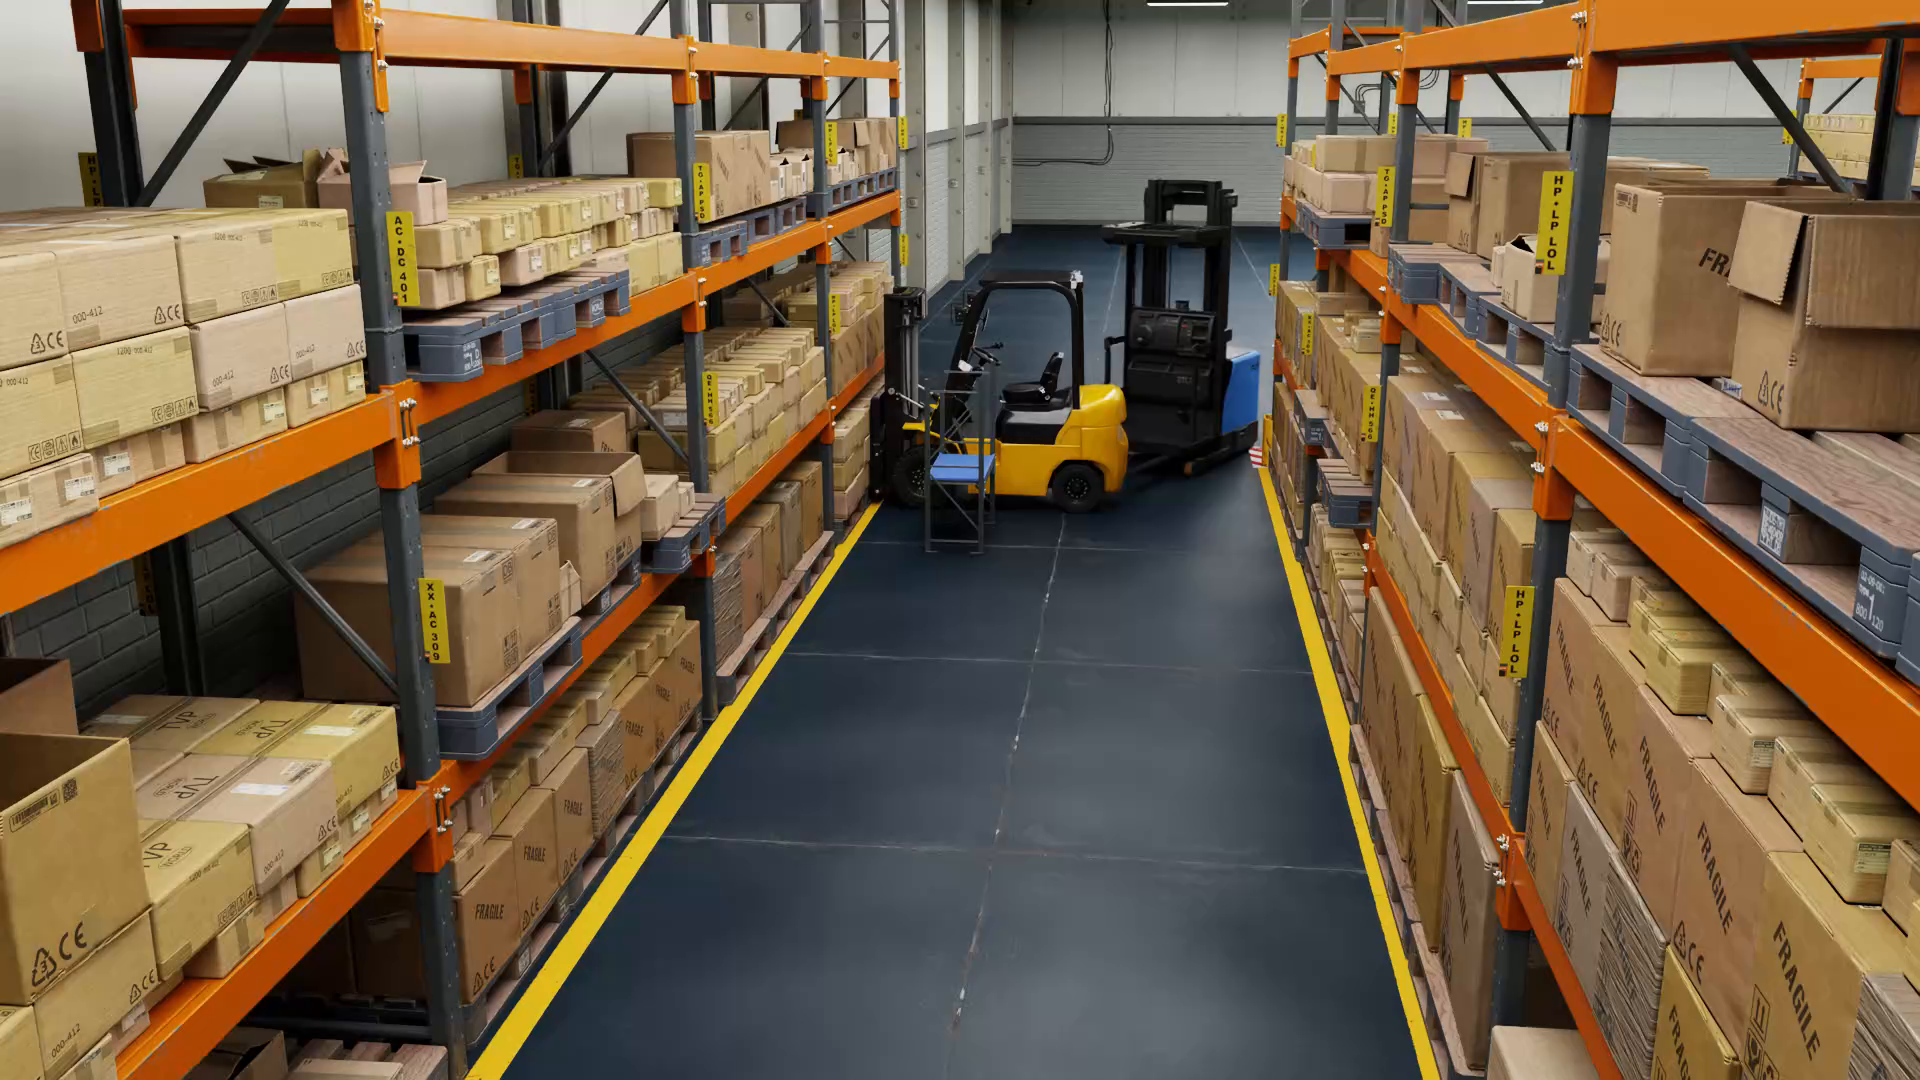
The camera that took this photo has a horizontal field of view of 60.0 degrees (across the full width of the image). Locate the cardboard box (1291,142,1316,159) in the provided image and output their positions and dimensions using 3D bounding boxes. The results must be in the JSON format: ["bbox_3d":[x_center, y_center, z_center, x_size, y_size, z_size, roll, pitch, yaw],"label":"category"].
[{"bbox_3d":[3.353,-3.697,15.794,0.380,0.149,0.250,2,15,6],"label":"cardboard box"}]

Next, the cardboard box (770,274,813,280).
[{"bbox_3d":[-1.637,-2.499,16.152,0.380,0.149,0.250,1,15,5],"label":"cardboard box"}]

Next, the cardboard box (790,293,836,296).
[{"bbox_3d":[-1.294,-2.087,14.629,0.380,0.149,0.250,1,15,5],"label":"cardboard box"}]

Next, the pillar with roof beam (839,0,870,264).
[{"bbox_3d":[2.848,-6.580,21.756,9.100,9.000,0.400,2,15,6],"label":"pillar with roof beam"}]

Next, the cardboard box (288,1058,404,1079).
[{"bbox_3d":[-2.258,2.031,6.063,0.380,0.149,0.250,1,15,5],"label":"cardboard box"}]

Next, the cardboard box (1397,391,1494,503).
[{"bbox_3d":[2.552,-0.470,8.545,0.500,0.500,0.500,2,15,6],"label":"cardboard box"}]

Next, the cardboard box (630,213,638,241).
[{"bbox_3d":[-1.940,-1.668,8.863,0.380,0.149,0.250,2,15,8],"label":"cardboard box"}]

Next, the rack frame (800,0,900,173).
[{"bbox_3d":[-1.133,-5.304,17.039,1.000,3.000,0.127,2,15,6],"label":"rack frame"}]

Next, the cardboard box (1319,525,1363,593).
[{"bbox_3d":[3.214,0.163,12.543,0.950,0.372,0.625,3,15,10],"label":"cardboard box"}]

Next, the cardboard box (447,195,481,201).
[{"bbox_3d":[-2.421,-1.499,7.628,0.380,0.149,0.250,2,15,8],"label":"cardboard box"}]

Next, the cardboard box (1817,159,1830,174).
[{"bbox_3d":[8.316,-3.511,15.638,0.380,0.149,0.250,2,15,6],"label":"cardboard box"}]

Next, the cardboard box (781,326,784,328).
[{"bbox_3d":[-1.742,-1.673,14.910,0.500,0.500,0.500,2,15,7],"label":"cardboard box"}]

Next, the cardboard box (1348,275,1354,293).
[{"bbox_3d":[3.693,-2.140,14.152,0.700,0.500,0.500,2,15,7],"label":"cardboard box"}]

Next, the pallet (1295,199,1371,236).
[{"bbox_3d":[3.173,-2.426,12.501,1.213,0.211,1.003,2,15,6],"label":"pallet"}]

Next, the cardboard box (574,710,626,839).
[{"bbox_3d":[-2.033,1.187,8.510,0.500,0.500,0.500,1,15,4],"label":"cardboard box"}]

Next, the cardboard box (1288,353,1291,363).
[{"bbox_3d":[3.361,-1.795,16.035,0.380,0.149,0.250,2,15,8],"label":"cardboard box"}]

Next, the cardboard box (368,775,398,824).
[{"bbox_3d":[-2.272,0.915,6.012,0.380,0.149,0.250,2,15,7],"label":"cardboard box"}]

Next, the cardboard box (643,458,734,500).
[{"bbox_3d":[-1.742,-0.369,10.567,0.500,0.250,0.500,2,15,6],"label":"cardboard box"}]

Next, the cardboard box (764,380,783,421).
[{"bbox_3d":[-1.575,-1.009,11.975,0.500,0.250,0.500,2,15,7],"label":"cardboard box"}]

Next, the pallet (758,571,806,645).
[{"bbox_3d":[-1.763,0.485,12.465,1.003,0.211,1.213,2,15,6],"label":"pallet"}]

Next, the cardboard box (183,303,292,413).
[{"bbox_3d":[-2.340,-0.548,4.912,0.500,0.250,0.500,1,15,4],"label":"cardboard box"}]

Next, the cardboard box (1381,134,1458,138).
[{"bbox_3d":[3.410,-2.891,12.387,0.500,0.250,0.500,2,15,8],"label":"cardboard box"}]

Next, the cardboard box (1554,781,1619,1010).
[{"bbox_3d":[2.072,1.045,4.858,0.500,0.500,0.500,2,15,7],"label":"cardboard box"}]

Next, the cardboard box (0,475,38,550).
[{"bbox_3d":[-2.401,-0.056,3.857,0.380,0.149,0.250,2,15,6],"label":"cardboard box"}]

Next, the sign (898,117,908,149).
[{"bbox_3d":[-0.595,-4.226,17.253,0.100,0.325,0.005,2,15,6],"label":"sign"}]

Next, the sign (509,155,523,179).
[{"bbox_3d":[-2.586,-2.088,9.748,0.100,0.325,0.005,2,15,6],"label":"sign"}]

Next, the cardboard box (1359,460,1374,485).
[{"bbox_3d":[2.659,-0.433,10.195,0.380,0.149,0.250,2,15,7],"label":"cardboard box"}]

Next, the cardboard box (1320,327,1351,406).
[{"bbox_3d":[2.885,-1.249,11.970,0.500,0.500,0.500,2,15,6],"label":"cardboard box"}]

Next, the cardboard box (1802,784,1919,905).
[{"bbox_3d":[1.925,0.611,3.306,0.380,0.149,0.250,2,15,8],"label":"cardboard box"}]

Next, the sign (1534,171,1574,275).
[{"bbox_3d":[1.906,-1.014,5.325,0.100,0.325,0.005,2,15,6],"label":"sign"}]

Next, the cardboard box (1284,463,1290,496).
[{"bbox_3d":[3.260,-0.532,15.348,0.500,0.250,0.500,2,15,7],"label":"cardboard box"}]

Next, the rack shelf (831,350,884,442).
[{"bbox_3d":[-1.358,-1.542,15.998,1.077,0.370,4.000,2,15,6],"label":"rack shelf"}]

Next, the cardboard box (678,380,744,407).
[{"bbox_3d":[-1.657,-0.974,11.082,0.380,0.149,0.250,2,15,7],"label":"cardboard box"}]

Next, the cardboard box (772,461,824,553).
[{"bbox_3d":[-1.632,-0.292,13.739,0.875,0.625,0.625,2,15,9],"label":"cardboard box"}]

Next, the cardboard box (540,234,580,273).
[{"bbox_3d":[-1.907,-1.270,7.351,0.380,0.149,0.250,2,15,8],"label":"cardboard box"}]

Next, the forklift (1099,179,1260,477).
[{"bbox_3d":[2.098,-2.198,17.175,1.130,2.935,3.031,9,18,31],"label":"forklift"}]

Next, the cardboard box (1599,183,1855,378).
[{"bbox_3d":[2.171,-0.752,4.761,0.500,0.500,0.500,2,15,7],"label":"cardboard box"}]

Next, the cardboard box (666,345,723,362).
[{"bbox_3d":[-2.010,-1.384,12.600,0.380,0.149,0.250,2,15,6],"label":"cardboard box"}]

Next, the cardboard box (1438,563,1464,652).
[{"bbox_3d":[2.355,0.294,7.157,0.500,0.250,0.500,2,15,8],"label":"cardboard box"}]

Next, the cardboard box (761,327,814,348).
[{"bbox_3d":[-1.402,-1.637,13.536,0.380,0.149,0.250,2,15,8],"label":"cardboard box"}]

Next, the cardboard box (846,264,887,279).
[{"bbox_3d":[-0.960,-2.749,17.079,0.380,0.149,0.250,2,15,6],"label":"cardboard box"}]

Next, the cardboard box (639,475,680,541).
[{"bbox_3d":[-1.833,-0.181,9.066,0.500,0.250,0.500,1,15,4],"label":"cardboard box"}]

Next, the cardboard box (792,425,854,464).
[{"bbox_3d":[-1.218,-0.845,14.589,0.500,0.250,0.500,1,15,5],"label":"cardboard box"}]

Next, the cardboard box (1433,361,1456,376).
[{"bbox_3d":[3.230,-0.828,10.412,0.500,0.500,0.500,2,15,9],"label":"cardboard box"}]

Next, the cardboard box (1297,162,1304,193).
[{"bbox_3d":[3.301,-3.262,14.952,0.500,0.250,0.500,2,15,7],"label":"cardboard box"}]

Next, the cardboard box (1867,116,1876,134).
[{"bbox_3d":[8.203,-3.633,14.562,0.380,0.149,0.250,2,15,7],"label":"cardboard box"}]

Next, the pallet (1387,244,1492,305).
[{"bbox_3d":[2.877,-1.377,8.622,1.213,0.211,1.003,2,15,9],"label":"pallet"}]

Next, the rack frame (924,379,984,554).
[{"bbox_3d":[-0.048,-0.614,14.061,0.500,1.500,0.032,2,15,6],"label":"rack frame"}]

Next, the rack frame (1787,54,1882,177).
[{"bbox_3d":[8.730,-5.040,16.060,1.000,3.000,0.127,2,15,6],"label":"rack frame"}]

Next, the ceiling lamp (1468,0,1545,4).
[{"bbox_3d":[12.904,-14.389,39.454,2.000,3.185,0.800,2,15,6],"label":"ceiling lamp"}]

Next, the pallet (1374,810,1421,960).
[{"bbox_3d":[2.593,1.676,8.061,1.003,0.211,1.213,2,15,6],"label":"pallet"}]

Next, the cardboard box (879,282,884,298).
[{"bbox_3d":[-0.983,-2.539,16.871,0.380,0.149,0.250,2,15,7],"label":"cardboard box"}]

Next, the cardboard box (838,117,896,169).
[{"bbox_3d":[-0.940,-4.034,16.899,0.500,0.500,0.500,2,15,8],"label":"cardboard box"}]

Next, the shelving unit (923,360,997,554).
[{"bbox_3d":[0.010,-0.746,14.548,0.538,1.500,1.048,2,15,6],"label":"shelving unit"}]

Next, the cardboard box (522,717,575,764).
[{"bbox_3d":[-2.097,0.969,8.073,0.380,0.149,0.250,2,15,8],"label":"cardboard box"}]

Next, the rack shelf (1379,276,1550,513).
[{"bbox_3d":[2.671,-0.770,7.396,1.077,0.370,4.000,2,15,6],"label":"rack shelf"}]

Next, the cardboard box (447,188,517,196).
[{"bbox_3d":[-2.457,-1.693,8.384,0.380,0.149,0.250,2,15,6],"label":"cardboard box"}]
